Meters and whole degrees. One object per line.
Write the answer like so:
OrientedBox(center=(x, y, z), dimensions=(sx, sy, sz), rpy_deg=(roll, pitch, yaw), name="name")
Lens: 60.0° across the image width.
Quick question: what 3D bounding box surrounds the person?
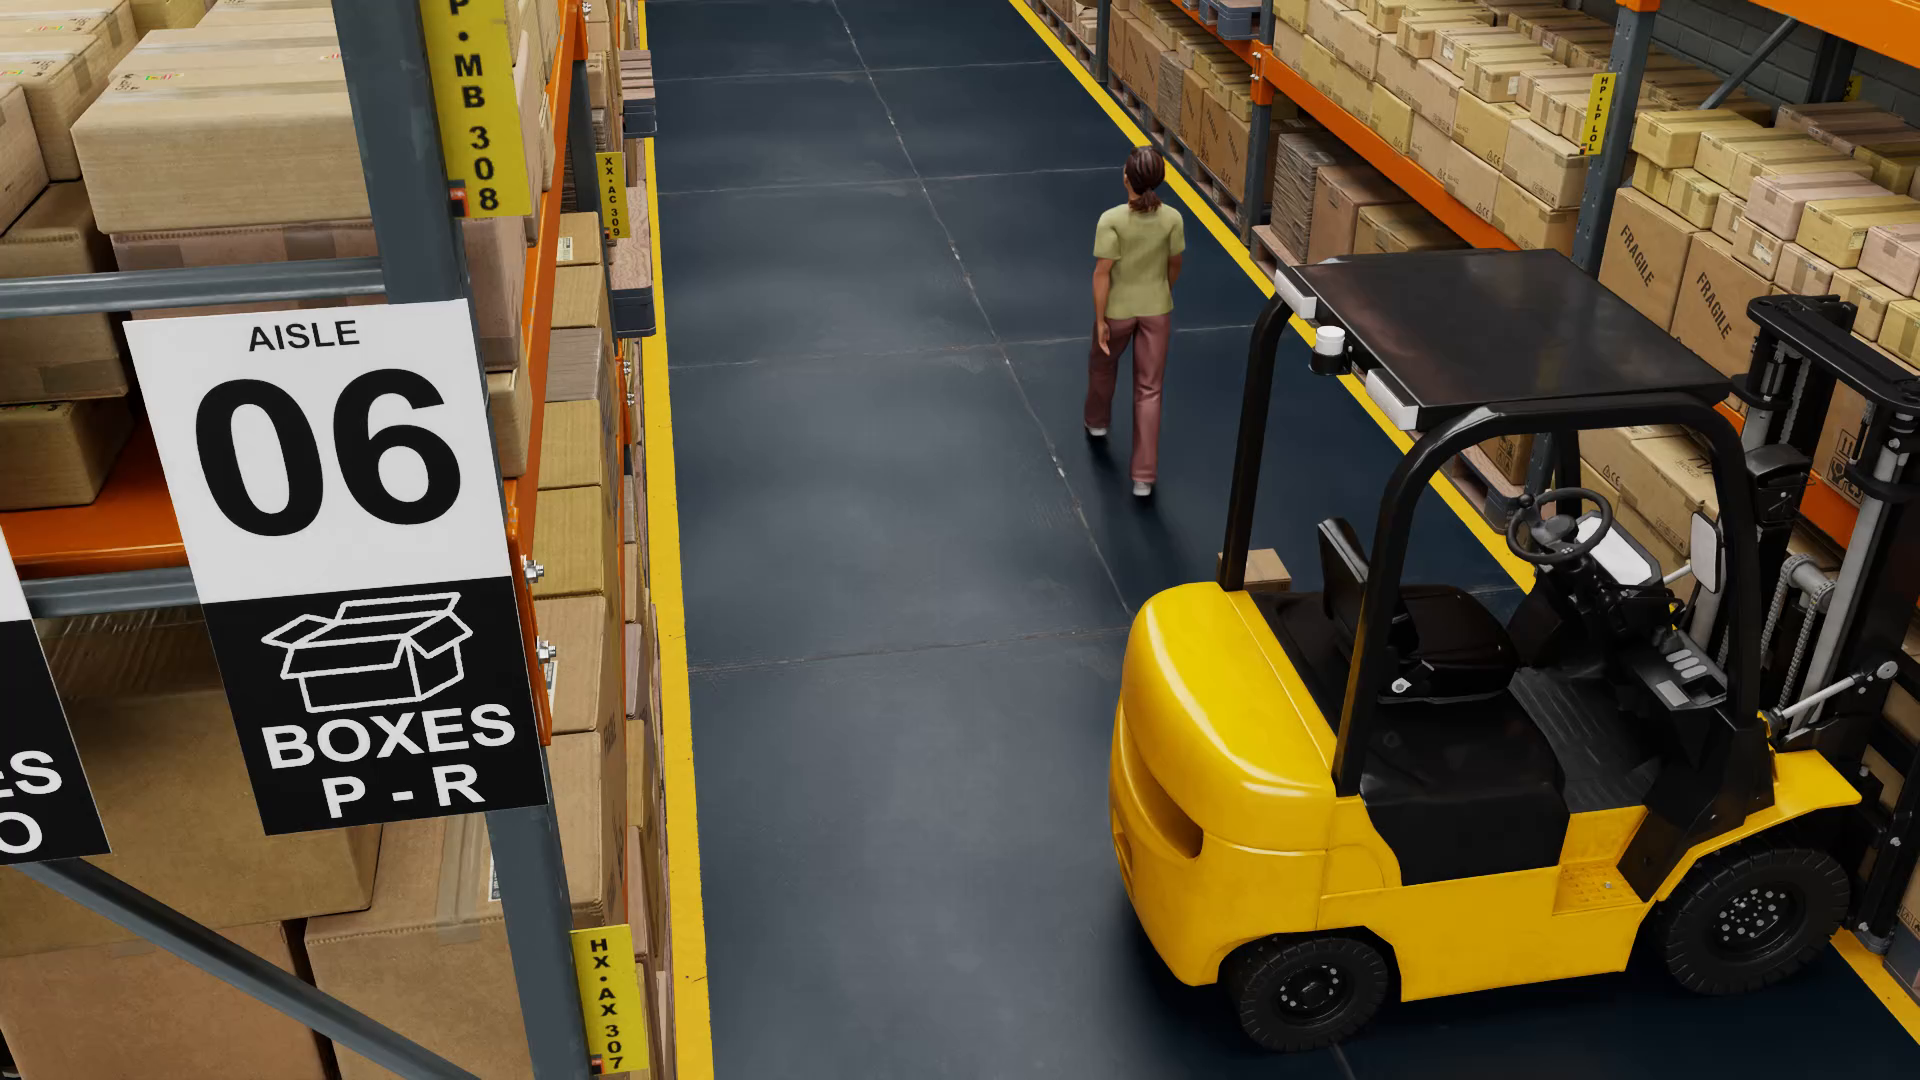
OrientedBox(center=(0.832, -1.114, 7.980), dimensions=(0.443, 1.635, 0.943), rpy_deg=(0, 31, 0), name="person")
